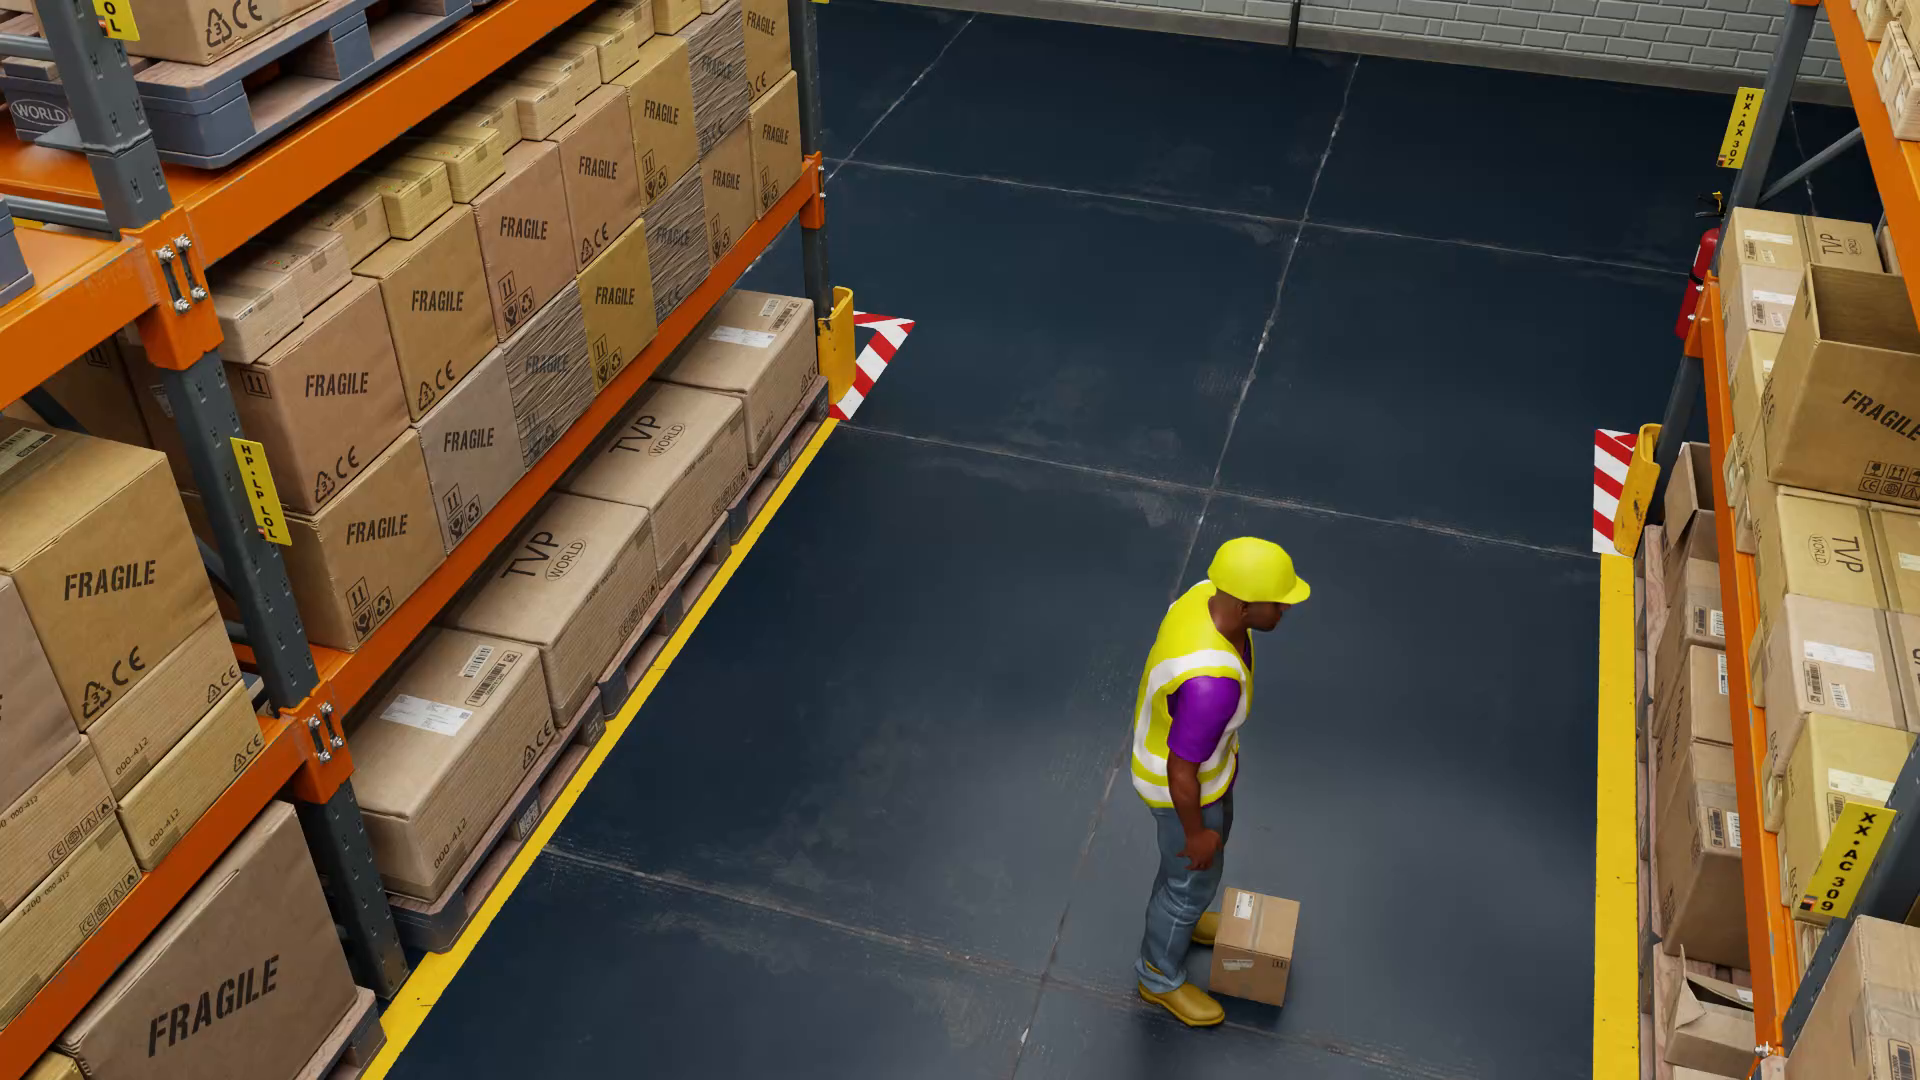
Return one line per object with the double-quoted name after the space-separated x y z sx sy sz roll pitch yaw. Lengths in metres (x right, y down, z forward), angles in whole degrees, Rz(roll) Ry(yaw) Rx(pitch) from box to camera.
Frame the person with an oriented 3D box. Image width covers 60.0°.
0.762 0.719 5.176 0.461 1.759 0.631 8 38 11 "person"
